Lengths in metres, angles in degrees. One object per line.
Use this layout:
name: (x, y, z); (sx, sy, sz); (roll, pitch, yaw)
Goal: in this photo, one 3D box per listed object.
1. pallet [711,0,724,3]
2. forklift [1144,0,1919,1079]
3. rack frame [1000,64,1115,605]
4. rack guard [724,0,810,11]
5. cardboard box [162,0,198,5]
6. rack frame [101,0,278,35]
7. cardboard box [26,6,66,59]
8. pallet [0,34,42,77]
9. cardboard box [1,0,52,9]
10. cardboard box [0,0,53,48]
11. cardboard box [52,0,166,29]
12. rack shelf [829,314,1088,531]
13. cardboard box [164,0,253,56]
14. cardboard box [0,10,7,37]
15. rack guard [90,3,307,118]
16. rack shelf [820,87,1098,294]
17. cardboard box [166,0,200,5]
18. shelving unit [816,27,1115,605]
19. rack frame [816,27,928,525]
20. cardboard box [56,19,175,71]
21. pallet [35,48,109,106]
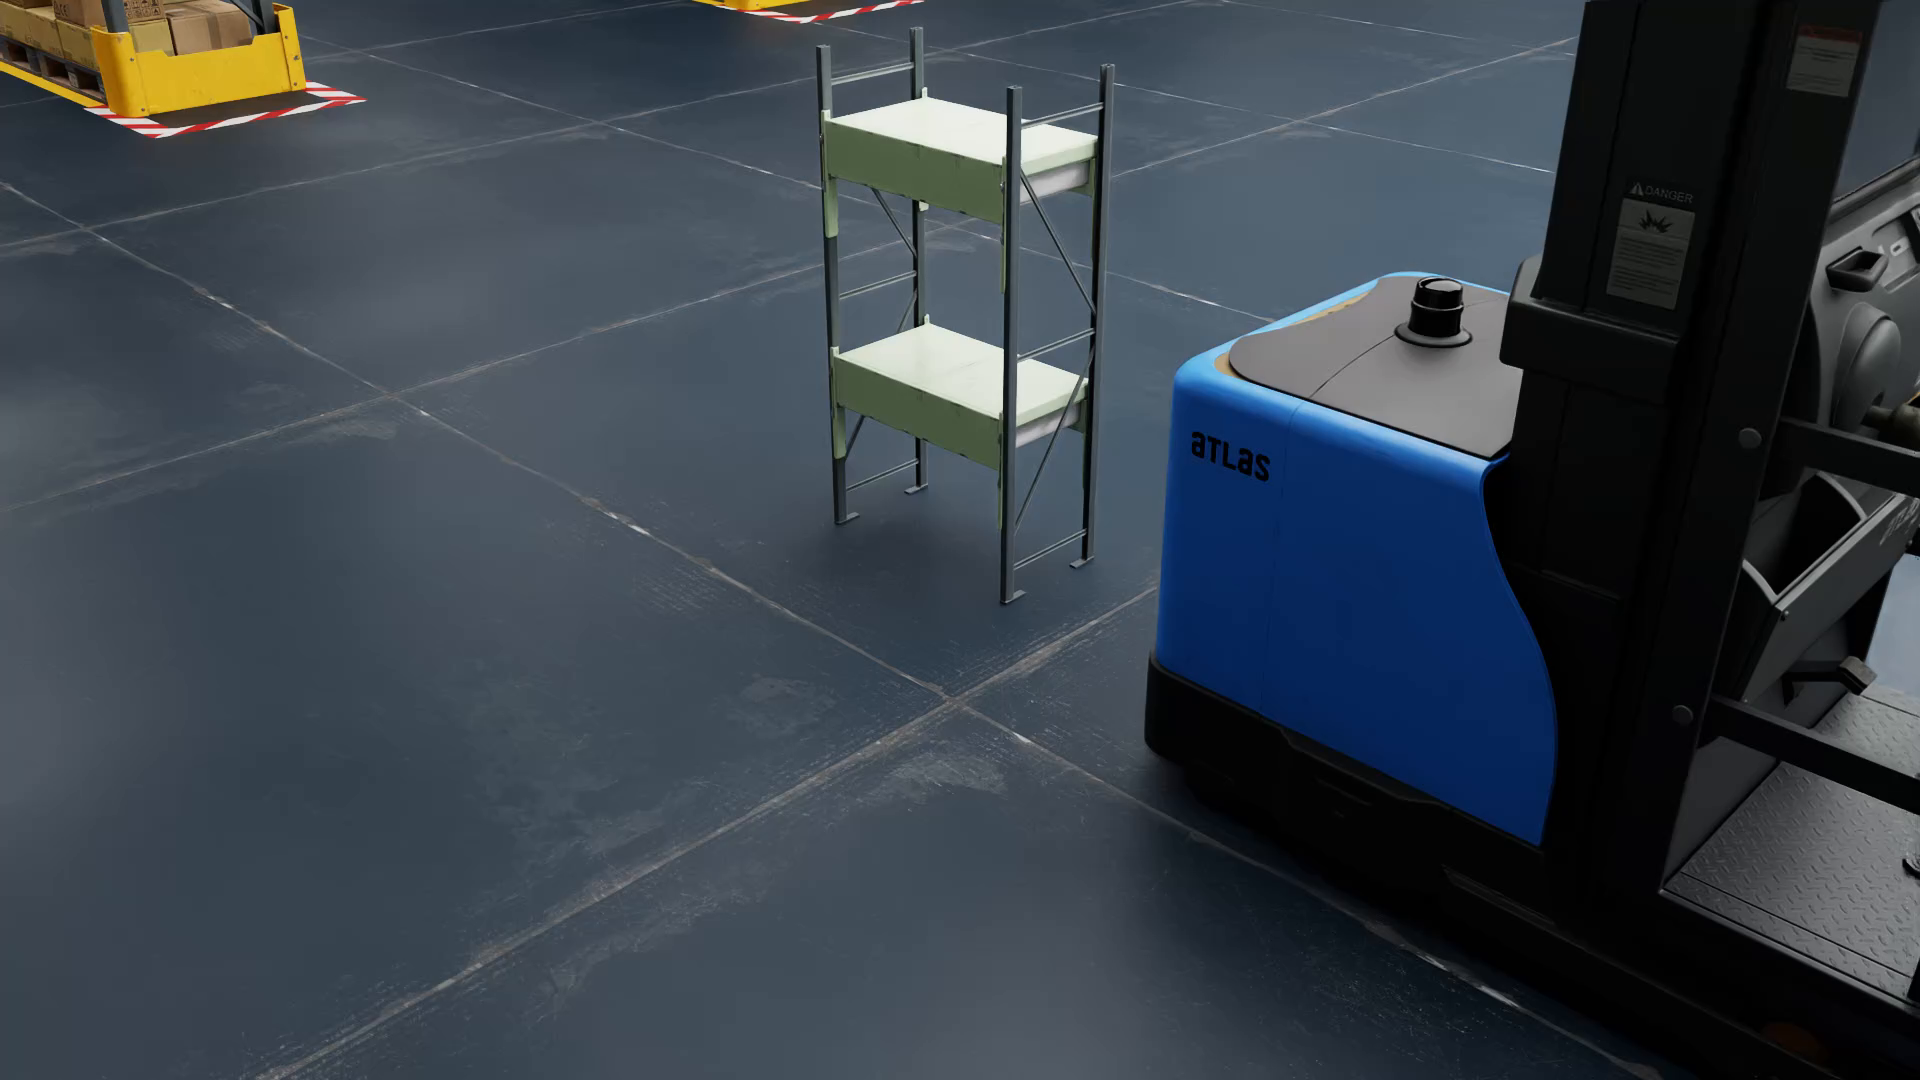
pallet: (-1.982, -4.835, 14.219); (1.213, 0.211, 1.003); (25, 36, 38)
forklift: (1.862, -0.416, 2.892); (3.031, 2.935, 1.130); (25, 36, 38)
rack frame: (0.266, -0.542, 4.670); (0.023, 1.500, 0.400); (25, 36, 38)
rack guard: (-1.406, -4.696, 13.644); (0.348, 0.500, 1.175); (25, 36, 38)
cardboard box: (-5.379, -3.863, 11.071); (0.500, 0.500, 0.500); (25, 36, 38)
rack frame: (-4.794, -4.151, 9.921); (0.127, 3.000, 1.000); (25, 36, 38)
cardboard box: (-5.749, -3.356, 10.912); (0.500, 0.250, 0.500); (25, 36, 38)
pallet: (-6.235, -3.550, 11.775); (1.213, 0.211, 1.003); (25, 36, 38)
cardboard box: (-6.109, -3.849, 11.045); (0.500, 0.500, 0.500); (25, 36, 38)
cardboard box: (-6.107, -3.518, 11.221); (0.500, 0.250, 0.500); (25, 36, 38)
cardboard box: (-5.385, -3.528, 10.433); (0.500, 0.500, 0.500); (25, 36, 38)
rack shelf: (0.005, -0.373, 5.049); (0.720, 0.370, 0.431); (25, 36, 38)
cardboard box: (-5.021, -3.368, 10.936); (0.500, 0.250, 0.500); (25, 36, 38)
cardboard box: (-6.462, -3.682, 11.532); (0.500, 0.250, 0.500); (25, 36, 38)
rack guard: (-4.777, -3.036, 10.487); (0.348, 0.500, 1.175); (25, 36, 38)
rack shelf: (0.005, -1.007, 4.715); (0.720, 0.370, 0.431); (25, 36, 38)
cardboard box: (-5.380, -3.530, 11.244); (0.500, 0.250, 0.500); (25, 36, 38)
shelving unit: (0.005, -0.662, 4.897); (0.755, 1.500, 0.431); (25, 36, 38)
rack frame: (-0.256, -0.781, 5.124); (0.023, 1.500, 0.400); (25, 36, 38)
cardboard box: (-5.384, -3.196, 10.609); (0.500, 0.250, 0.500); (25, 36, 38)
pallet: (-5.369, -3.152, 11.018); (1.213, 0.211, 1.003); (25, 36, 38)
